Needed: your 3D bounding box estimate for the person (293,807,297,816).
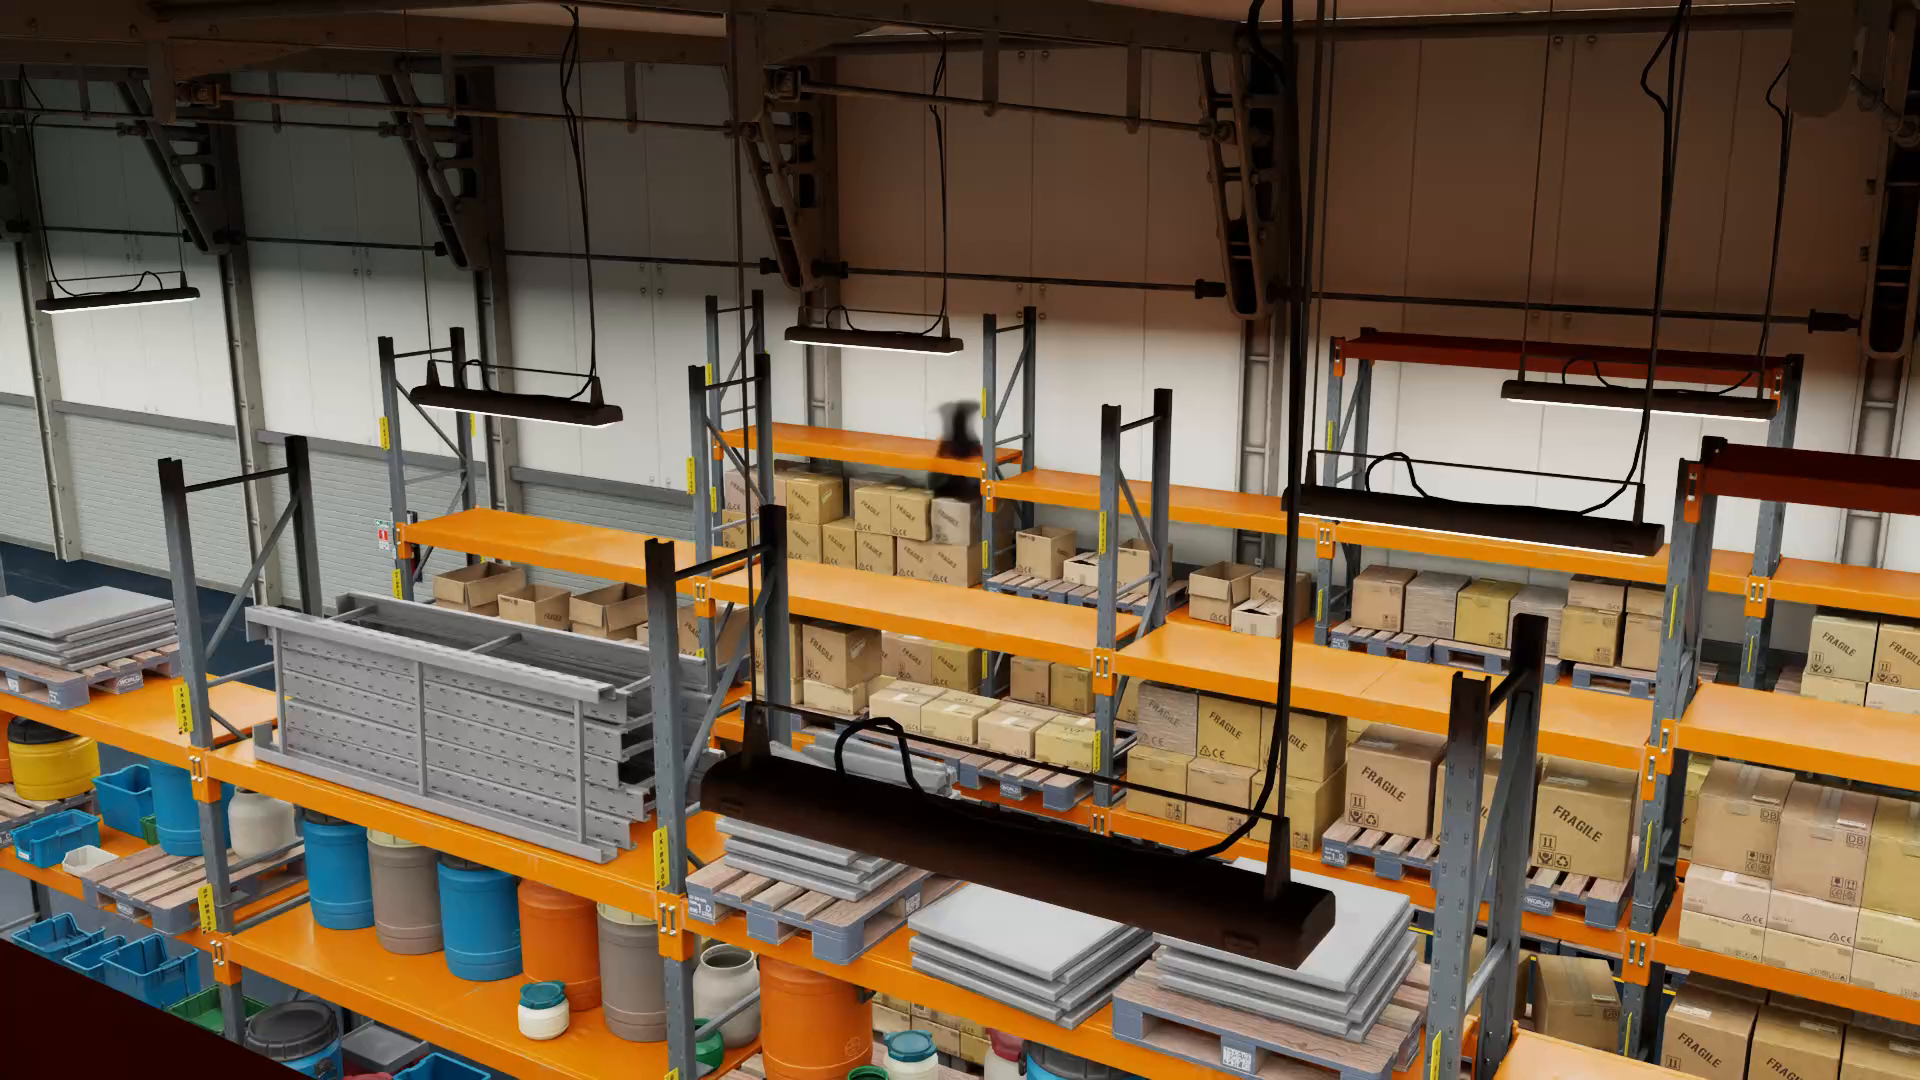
[{"bbox_3d":[-7.402,3.023,17.861,0.525,1.569,0.566,-1,14,-5],"label":"person"}]
